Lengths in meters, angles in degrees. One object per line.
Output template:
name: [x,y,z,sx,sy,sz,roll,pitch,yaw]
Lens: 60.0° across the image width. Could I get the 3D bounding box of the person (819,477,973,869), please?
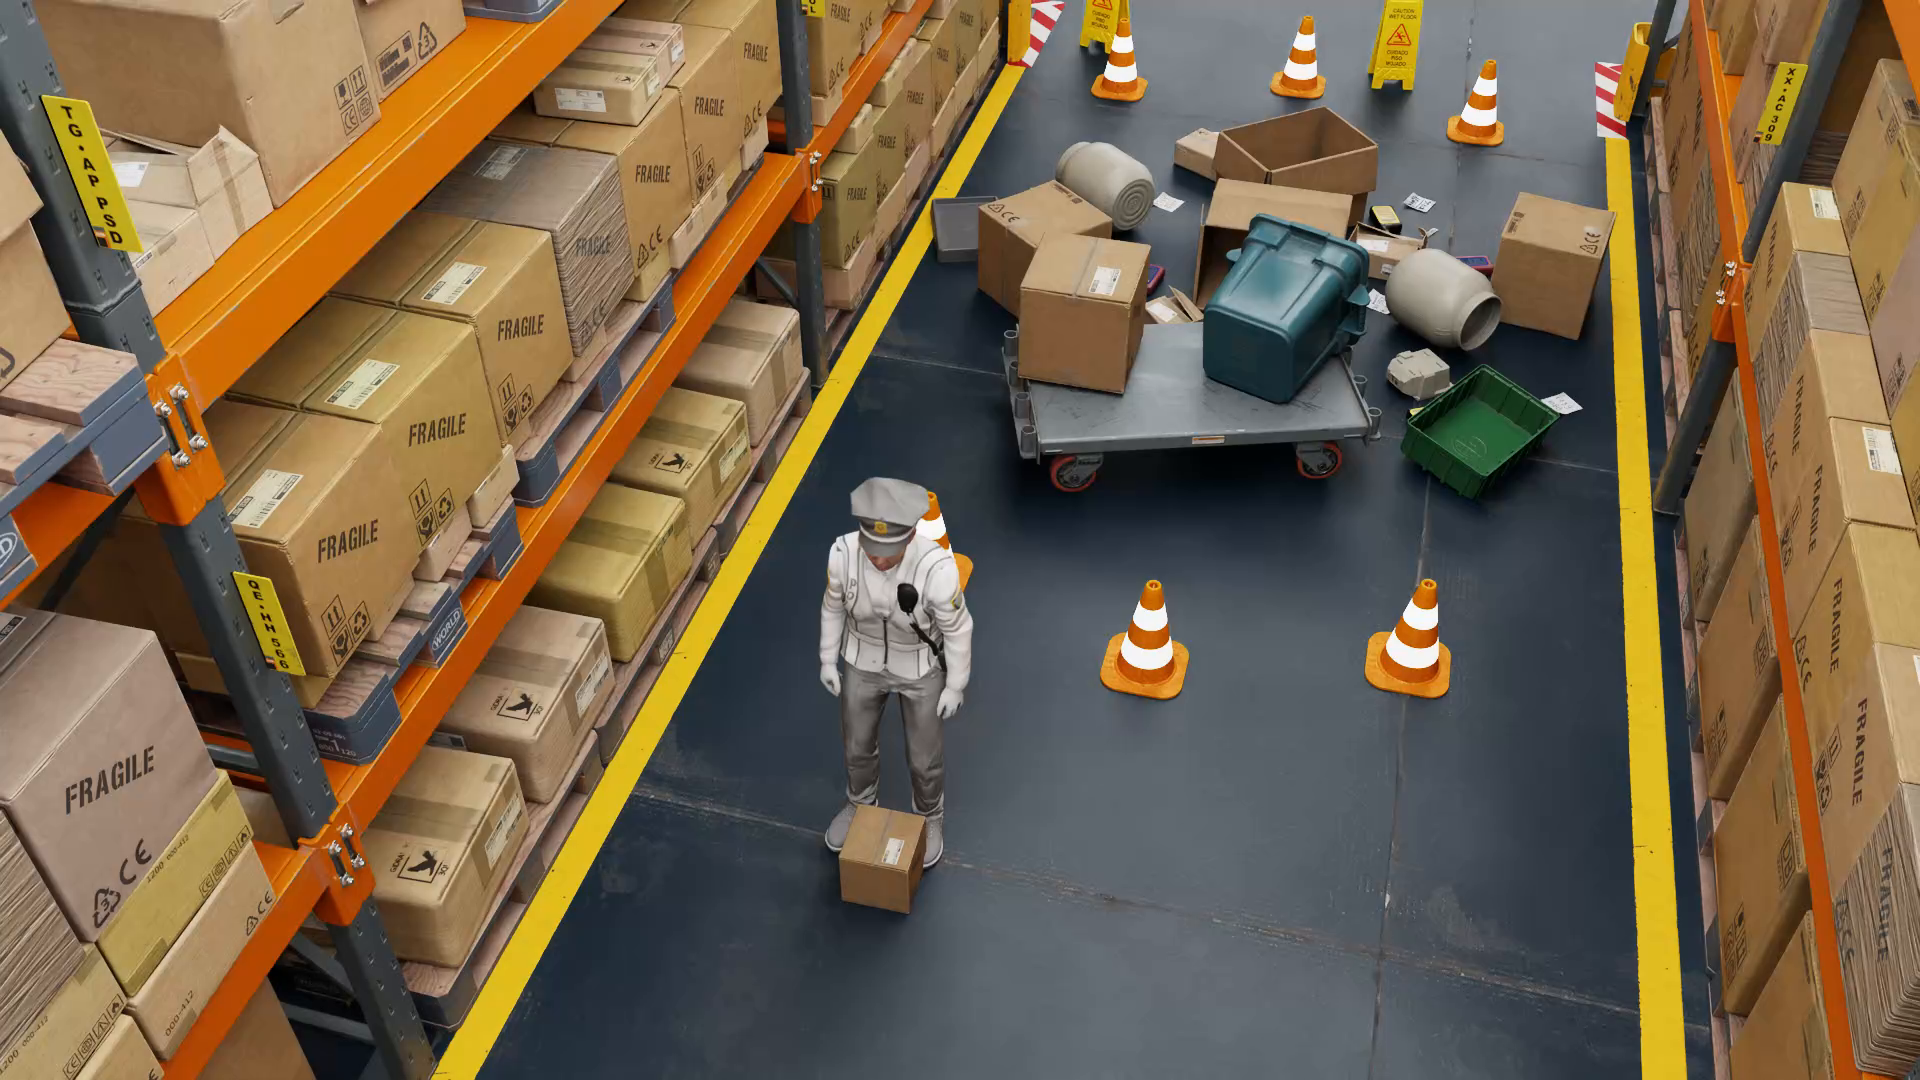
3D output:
person: [-0.224,0.449,5.644,0.526,1.663,0.375,10,42,11]
